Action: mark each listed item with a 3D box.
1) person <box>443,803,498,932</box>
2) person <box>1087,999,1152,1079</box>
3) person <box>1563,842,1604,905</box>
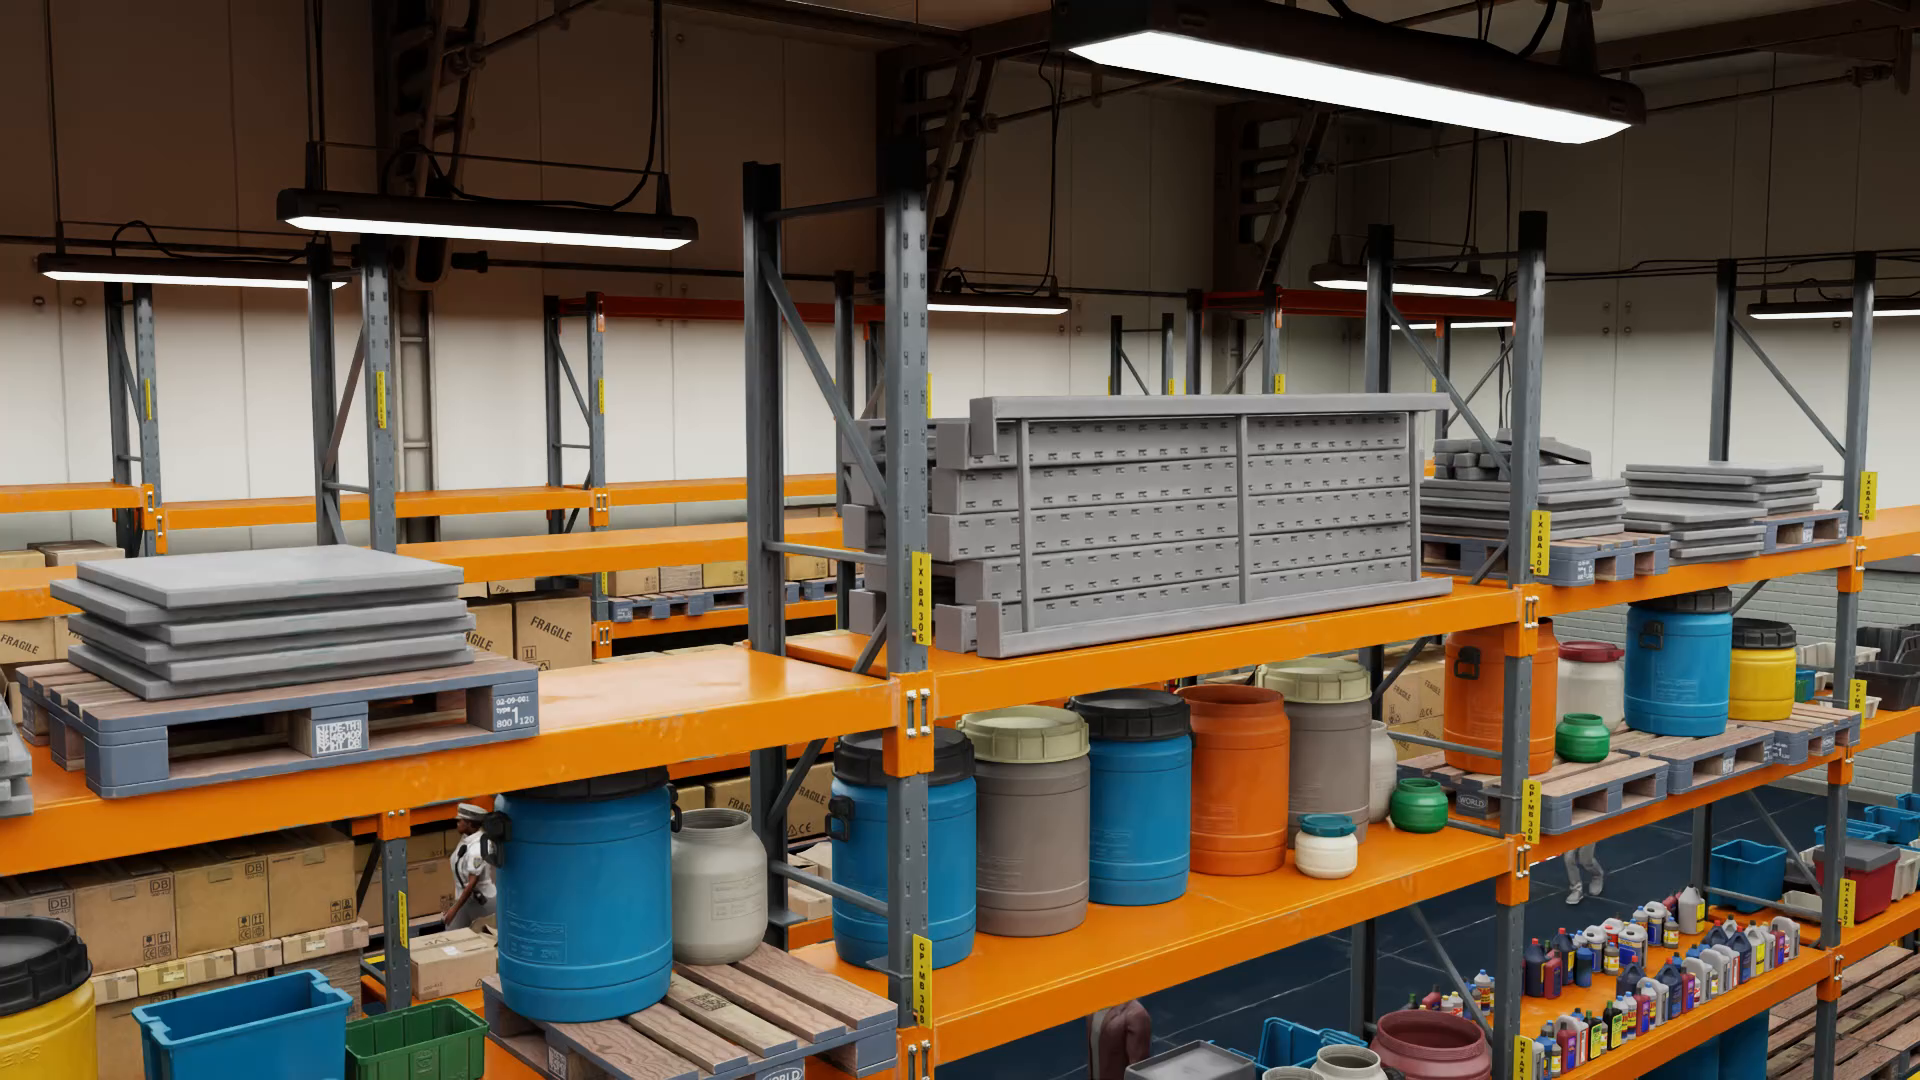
[{"bbox_3d":[-4.115,3.003,13.776,0.900,1.644,0.468,-4,7,-34],"label":"person"},{"bbox_3d":[0.897,3.352,9.867,0.659,1.828,0.651,-3,6,-27],"label":"person"},{"bbox_3d":[6.207,2.765,16.501,0.592,1.647,0.570,5,7,42],"label":"person"}]
